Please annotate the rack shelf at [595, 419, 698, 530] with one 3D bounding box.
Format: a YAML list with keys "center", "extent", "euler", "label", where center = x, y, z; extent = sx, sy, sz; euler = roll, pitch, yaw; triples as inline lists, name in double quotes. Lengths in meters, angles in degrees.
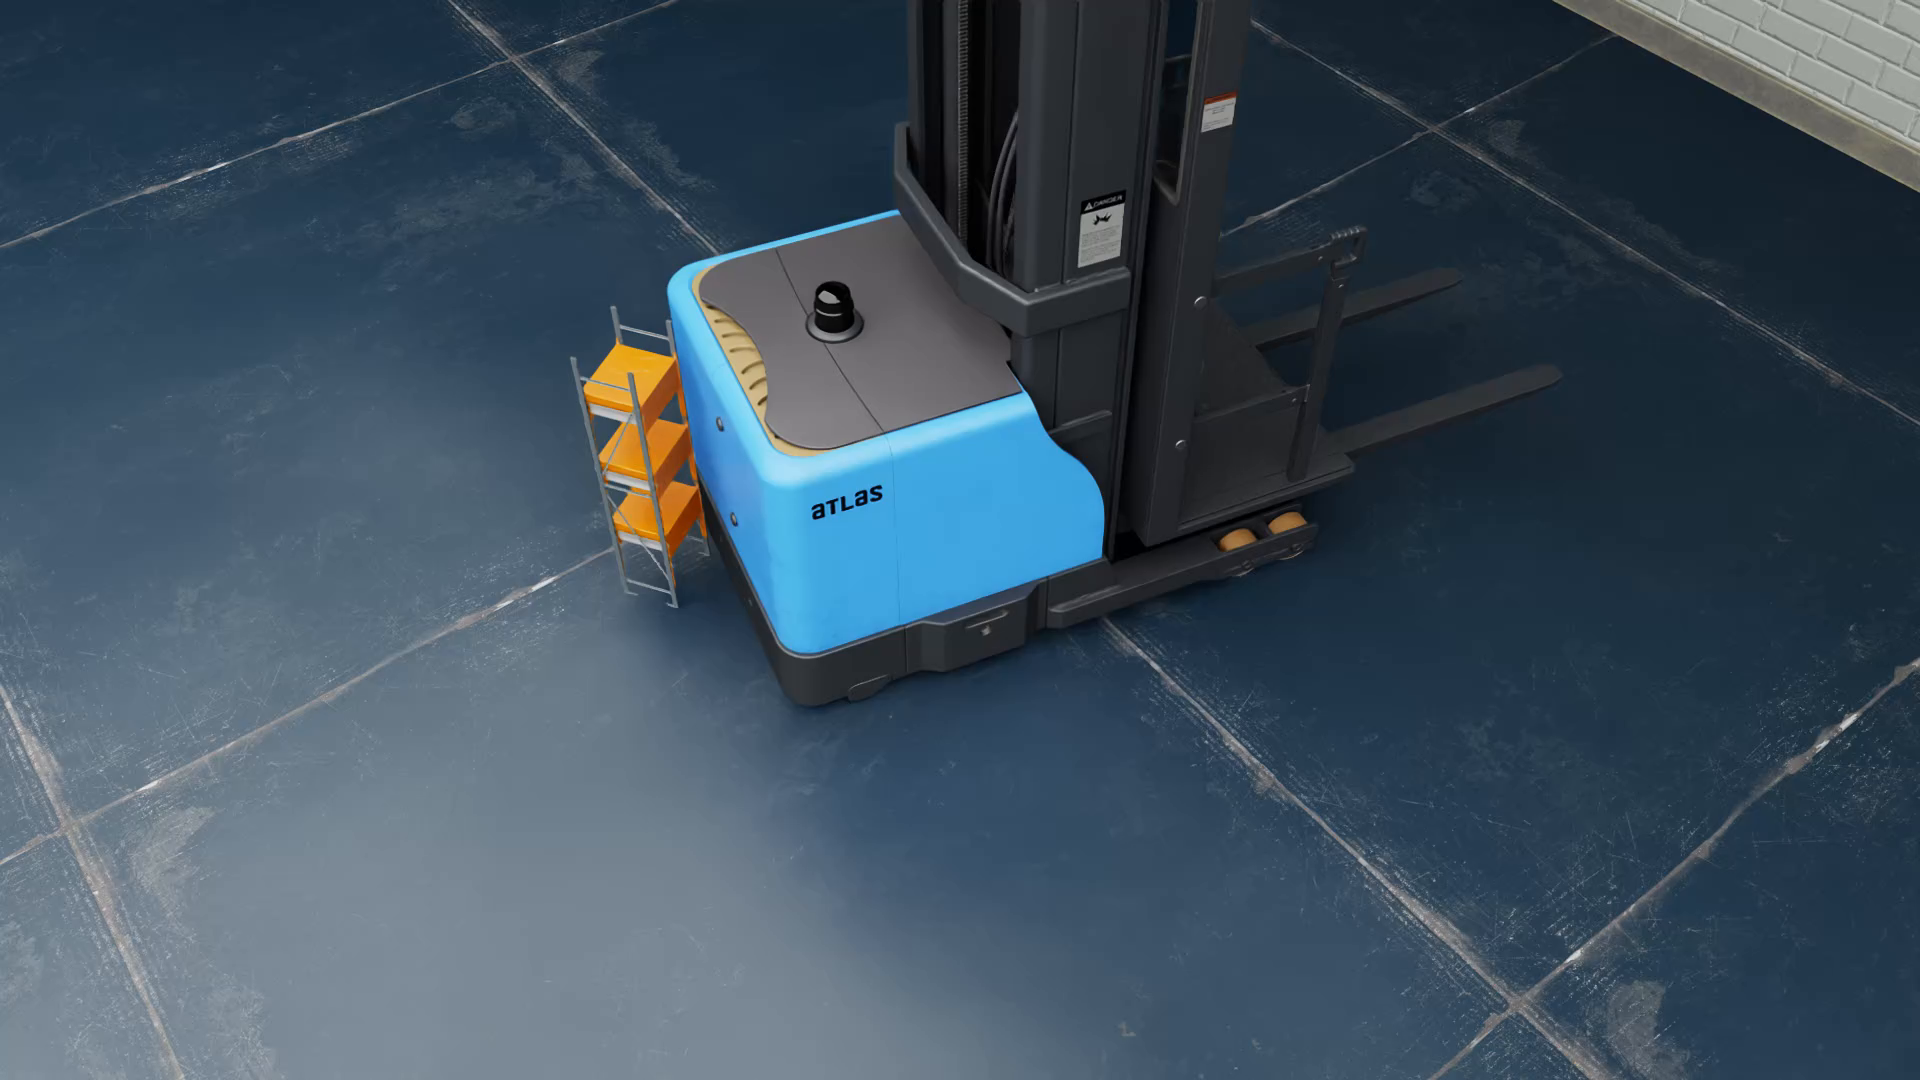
- center: [-0.990, -0.228, 5.262]
  extent: [0.215, 0.259, 0.240]
  euler: [15, 50, 13]
  label: "rack shelf"

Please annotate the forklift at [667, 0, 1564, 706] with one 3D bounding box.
- center: [0.658, -1.202, 4.861]
  extent: [3.031, 2.935, 1.130]
  euler: [-18, 50, -16]
  label: "forklift"

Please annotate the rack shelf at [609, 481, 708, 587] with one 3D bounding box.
- center: [-0.990, -0.042, 5.468]
  extent: [0.215, 0.259, 0.240]
  euler: [15, 50, 13]
  label: "rack shelf"

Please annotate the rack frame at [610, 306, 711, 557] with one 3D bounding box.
- center: [-0.948, -0.320, 5.331]
  extent: [0.200, 1.050, 0.008]
  euler: [15, 50, 13]
  label: "rack frame"

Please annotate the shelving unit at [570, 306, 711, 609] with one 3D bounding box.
- center: [-0.990, -0.235, 5.254]
  extent: [0.215, 1.050, 0.252]
  euler: [15, 50, 13]
  label: "shelving unit"

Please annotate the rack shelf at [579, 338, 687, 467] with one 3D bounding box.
- center: [-0.990, -0.418, 5.052]
  extent: [0.215, 0.259, 0.240]
  euler: [15, 50, 13]
  label: "rack shelf"

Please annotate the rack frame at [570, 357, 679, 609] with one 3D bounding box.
- center: [-1.032, -0.150, 5.178]
  extent: [0.200, 1.050, 0.008]
  euler: [15, 50, 13]
  label: "rack frame"
